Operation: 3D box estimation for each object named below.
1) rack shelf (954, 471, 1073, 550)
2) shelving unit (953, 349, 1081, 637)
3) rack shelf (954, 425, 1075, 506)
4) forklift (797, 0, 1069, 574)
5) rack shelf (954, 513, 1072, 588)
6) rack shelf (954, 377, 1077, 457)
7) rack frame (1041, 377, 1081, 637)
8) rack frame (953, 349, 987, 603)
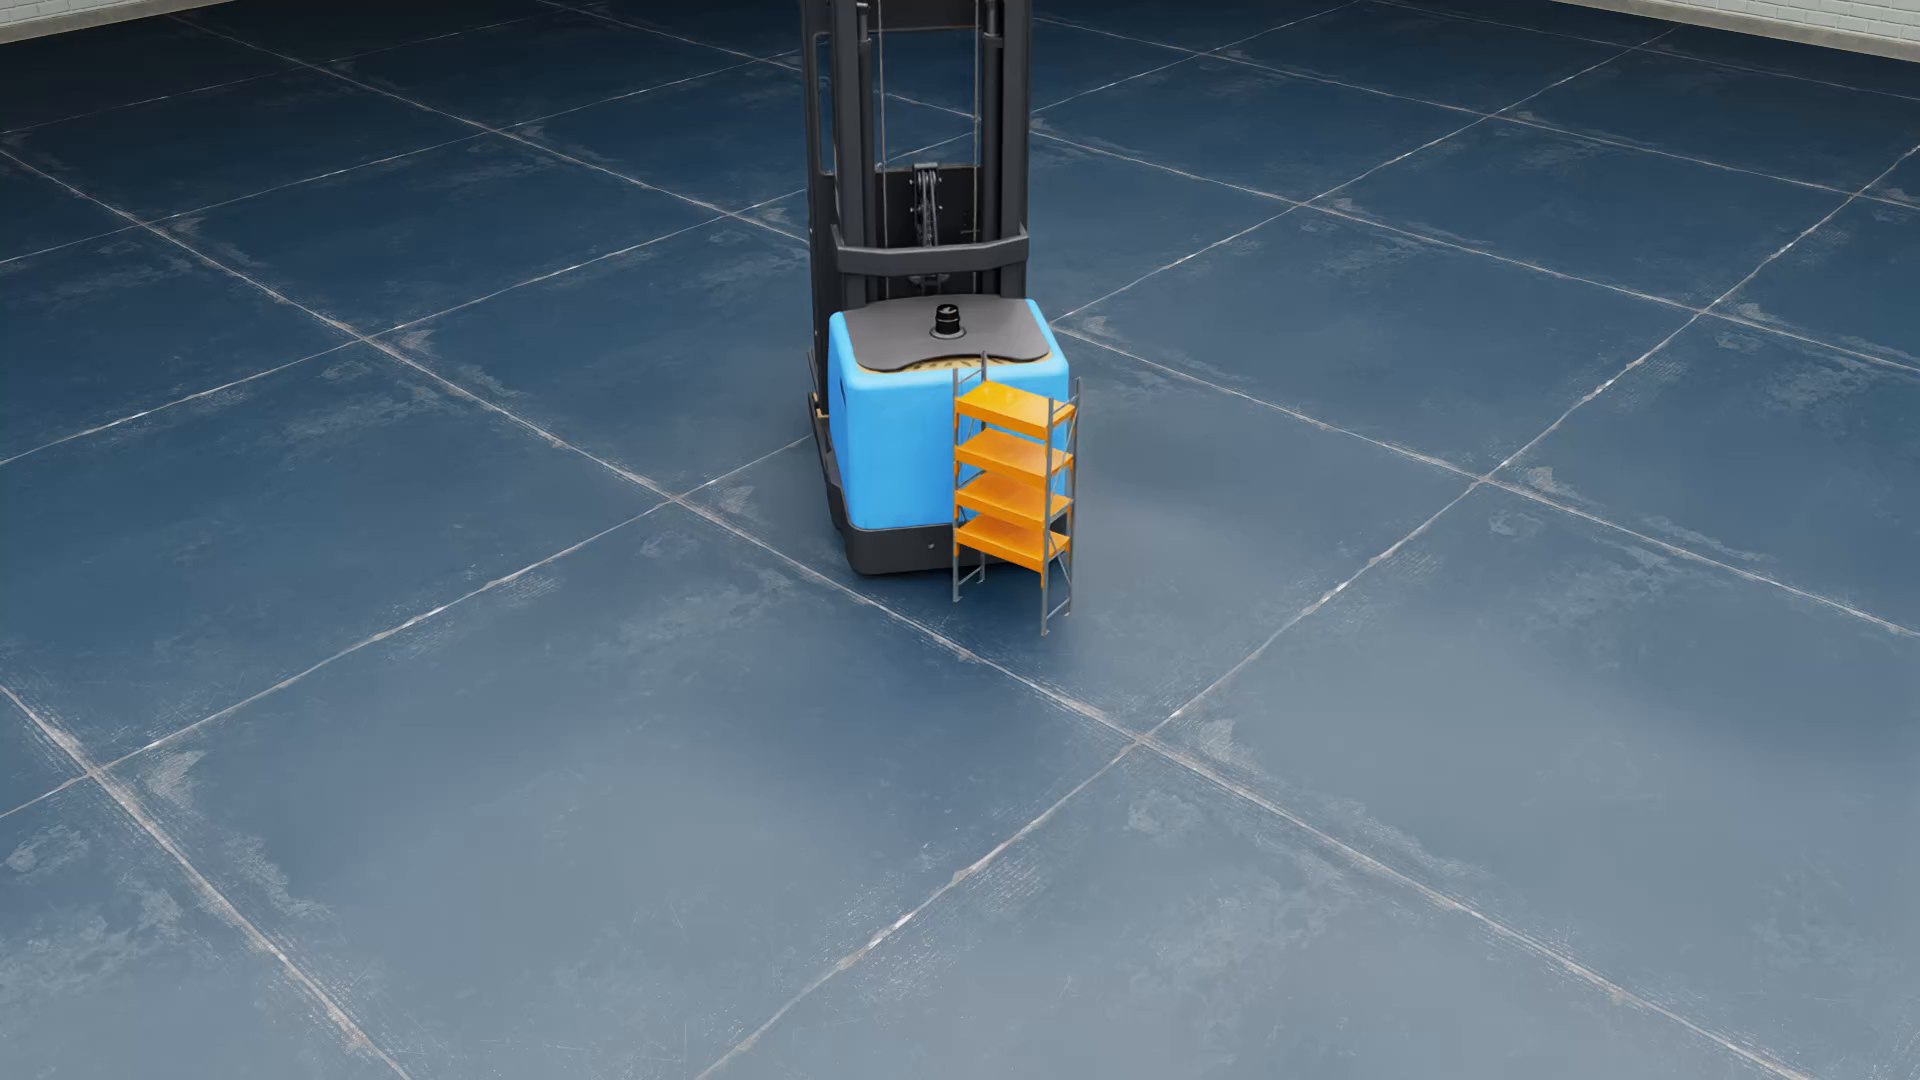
[{"bbox_3d":[0.243,-0.143,7.454,0.480,0.148,0.258,20,36,30],"label":"rack shelf"},{"bbox_3d":[0.243,-0.200,7.419,0.503,1.200,0.258,20,36,30],"label":"shelving unit"},{"bbox_3d":[0.243,-0.334,7.338,0.480,0.148,0.258,20,36,30],"label":"rack shelf"},{"bbox_3d":[-0.246,-1.838,8.462,1.130,2.935,3.031,-5,31,-8],"label":"forklift"},{"bbox_3d":[0.243,0.028,7.556,0.480,0.148,0.258,20,36,30],"label":"rack shelf"},{"bbox_3d":[0.243,-0.537,7.216,0.480,0.148,0.258,20,36,30],"label":"rack shelf"},{"bbox_3d":[0.442,-0.128,7.299,0.015,1.200,0.240,20,36,30],"label":"rack frame"},{"bbox_3d":[0.043,-0.273,7.540,0.015,1.200,0.240,20,36,30],"label":"rack frame"}]
